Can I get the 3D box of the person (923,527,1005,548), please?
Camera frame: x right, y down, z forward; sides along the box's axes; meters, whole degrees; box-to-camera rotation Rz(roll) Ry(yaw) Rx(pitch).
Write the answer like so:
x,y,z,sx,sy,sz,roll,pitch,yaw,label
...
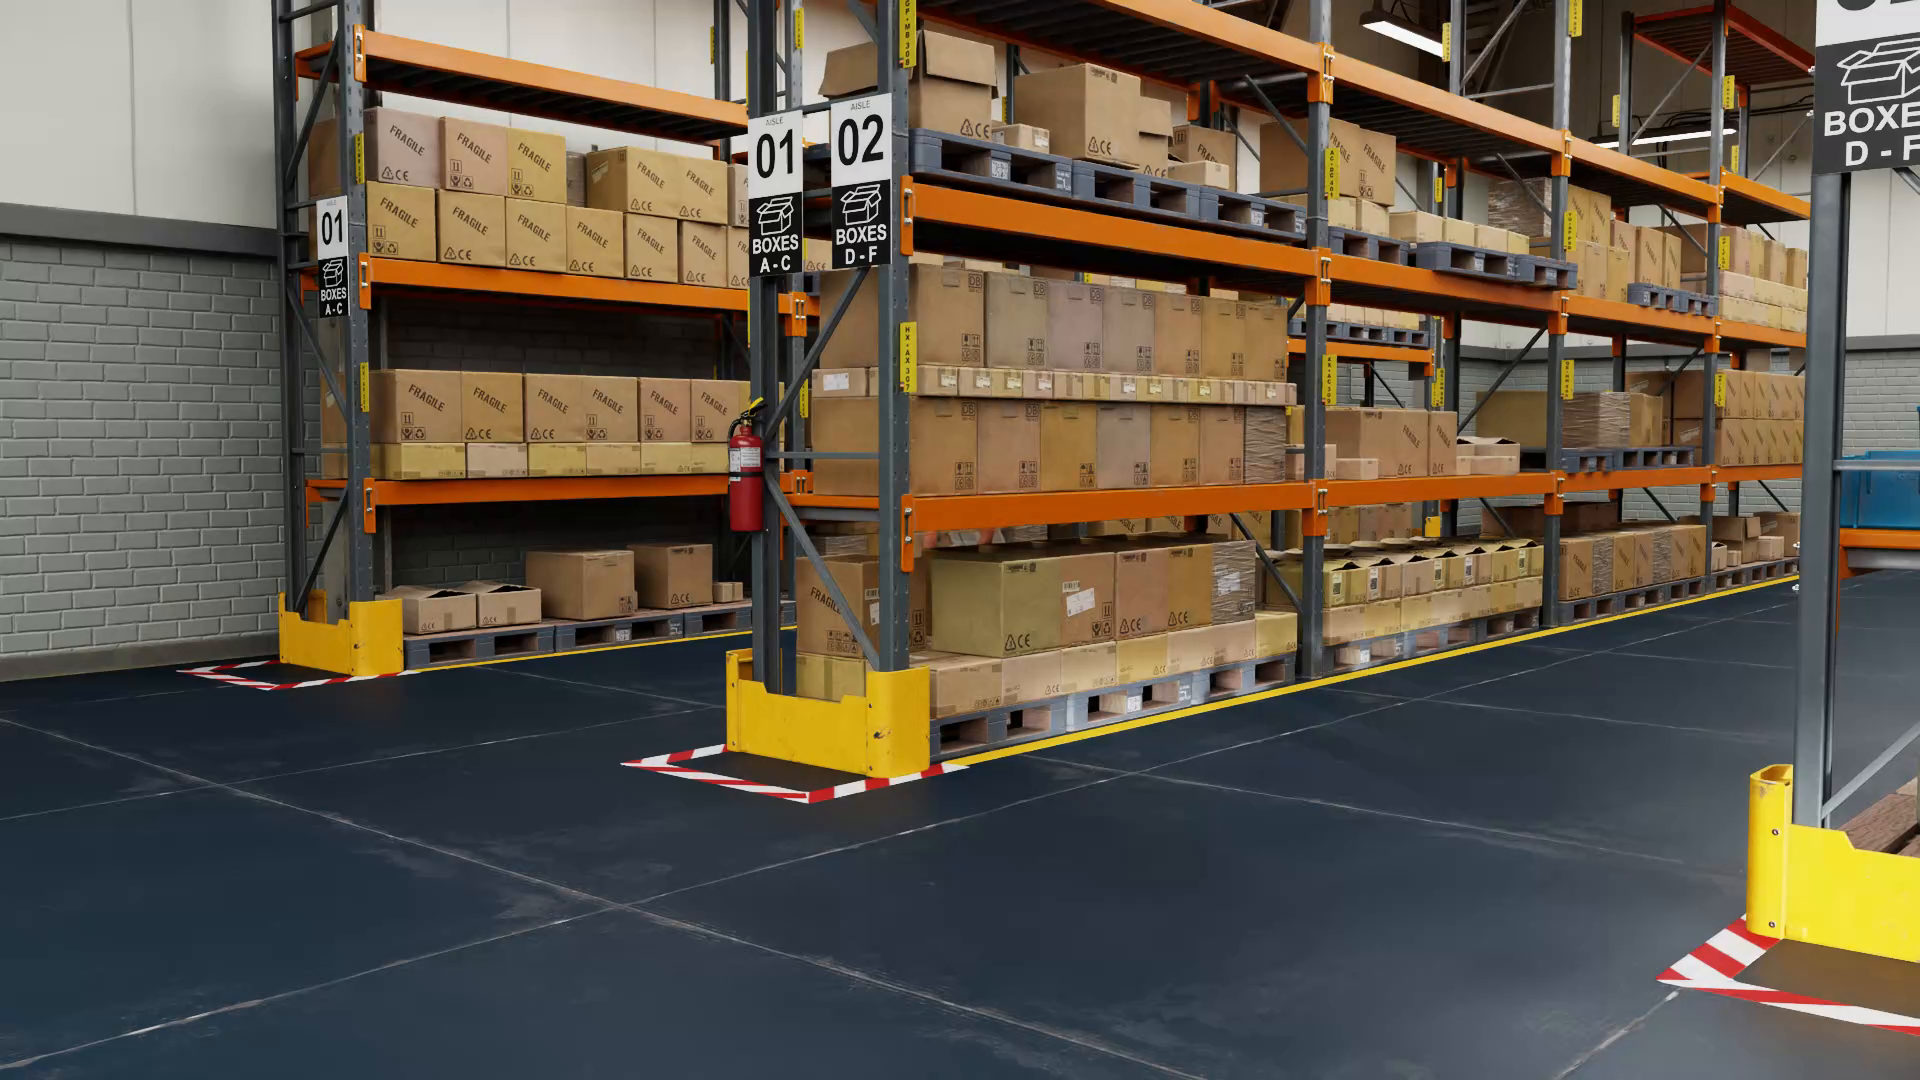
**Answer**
x,y,z,sx,sy,sz,roll,pitch,yaw,label
0.028,0.152,11.356,0.581,1.500,0.711,3,5,41,person
